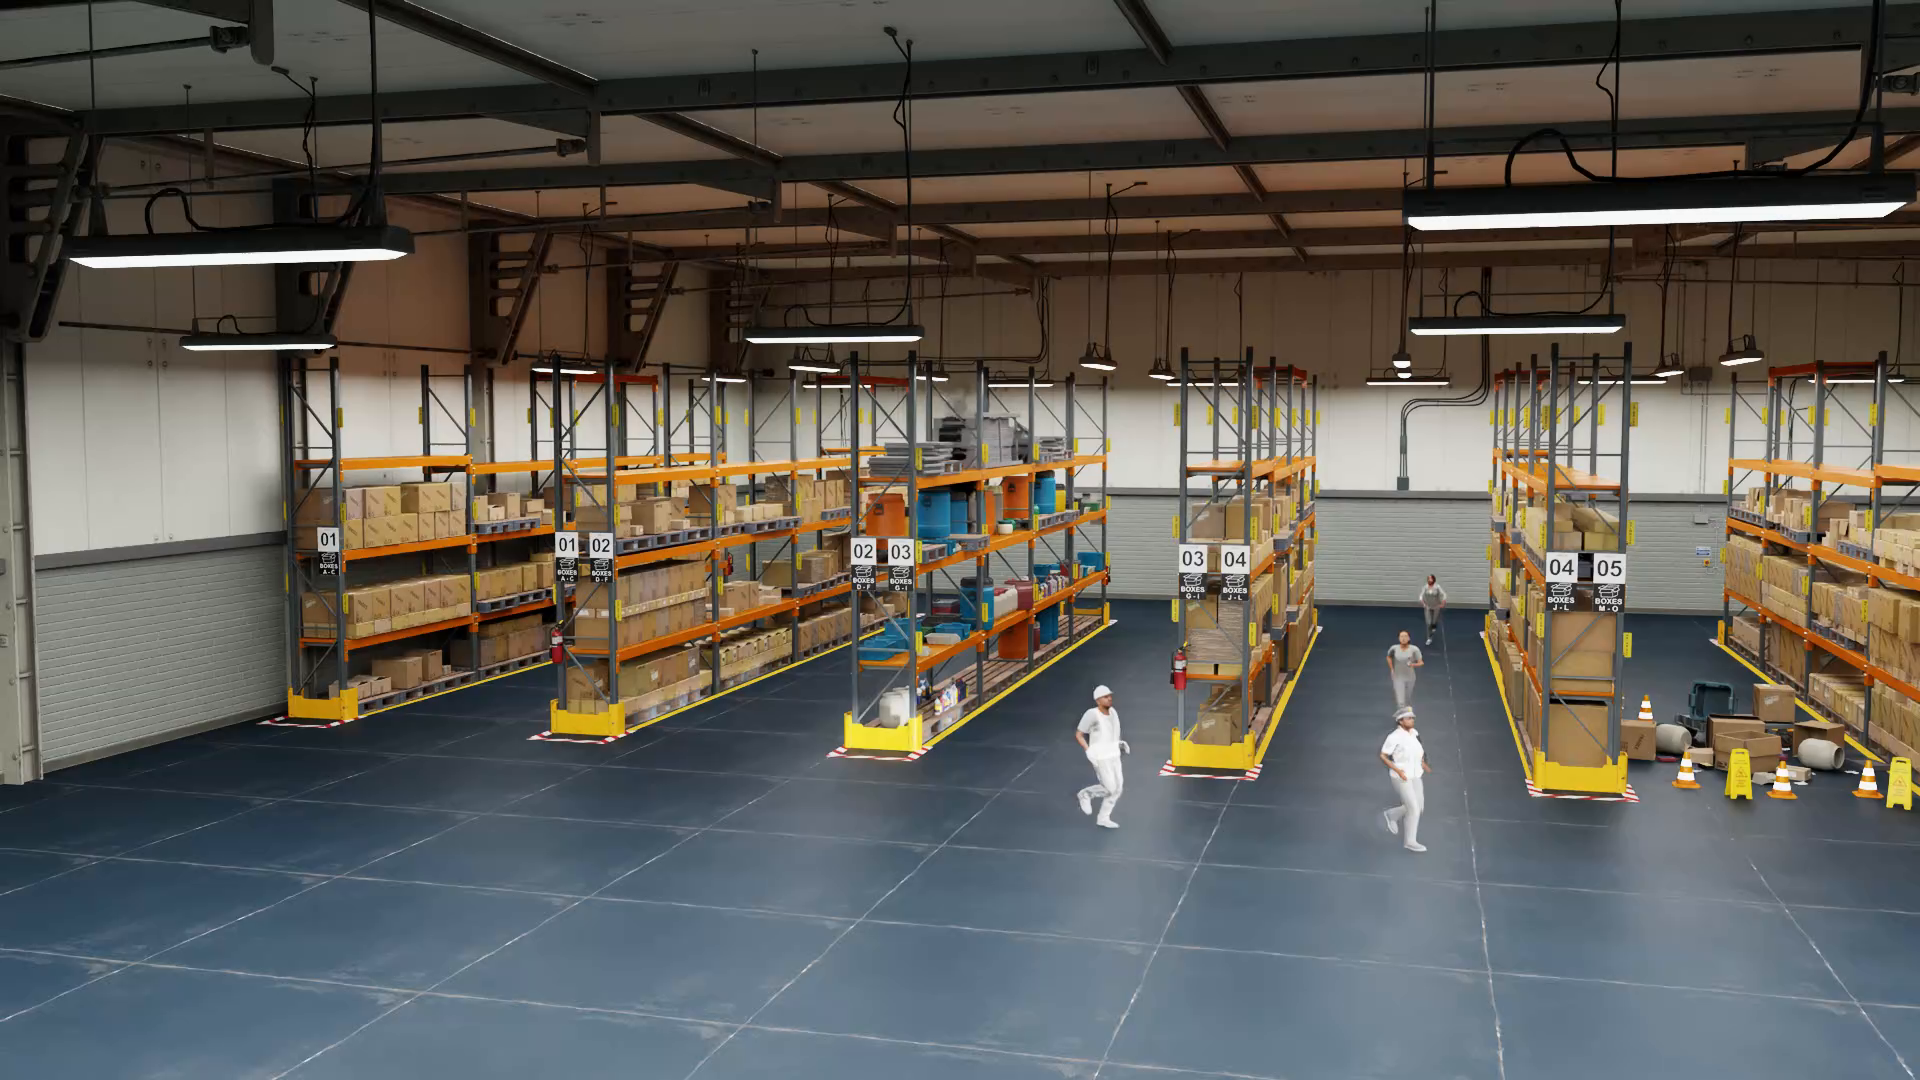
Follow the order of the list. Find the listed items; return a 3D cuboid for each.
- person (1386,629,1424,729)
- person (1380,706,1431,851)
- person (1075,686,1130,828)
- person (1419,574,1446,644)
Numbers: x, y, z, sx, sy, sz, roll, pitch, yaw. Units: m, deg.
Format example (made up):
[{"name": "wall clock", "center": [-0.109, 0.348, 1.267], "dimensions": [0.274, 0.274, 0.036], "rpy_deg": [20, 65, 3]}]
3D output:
[{"name": "person", "center": [7.009, 2.300, 26.194], "dimensions": [0.544, 1.619, 0.824], "rpy_deg": [1, 4, 8]}, {"name": "person", "center": [5.166, 2.750, 19.386], "dimensions": [0.581, 1.655, 0.700], "rpy_deg": [-3, 5, -33]}, {"name": "person", "center": [1.753, 2.648, 20.383], "dimensions": [0.696, 1.734, 0.595], "rpy_deg": [-4, 6, -45]}, {"name": "person", "center": [10.472, 1.533, 36.874], "dimensions": [0.570, 1.569, 0.608], "rpy_deg": [2, 5, 24]}]
